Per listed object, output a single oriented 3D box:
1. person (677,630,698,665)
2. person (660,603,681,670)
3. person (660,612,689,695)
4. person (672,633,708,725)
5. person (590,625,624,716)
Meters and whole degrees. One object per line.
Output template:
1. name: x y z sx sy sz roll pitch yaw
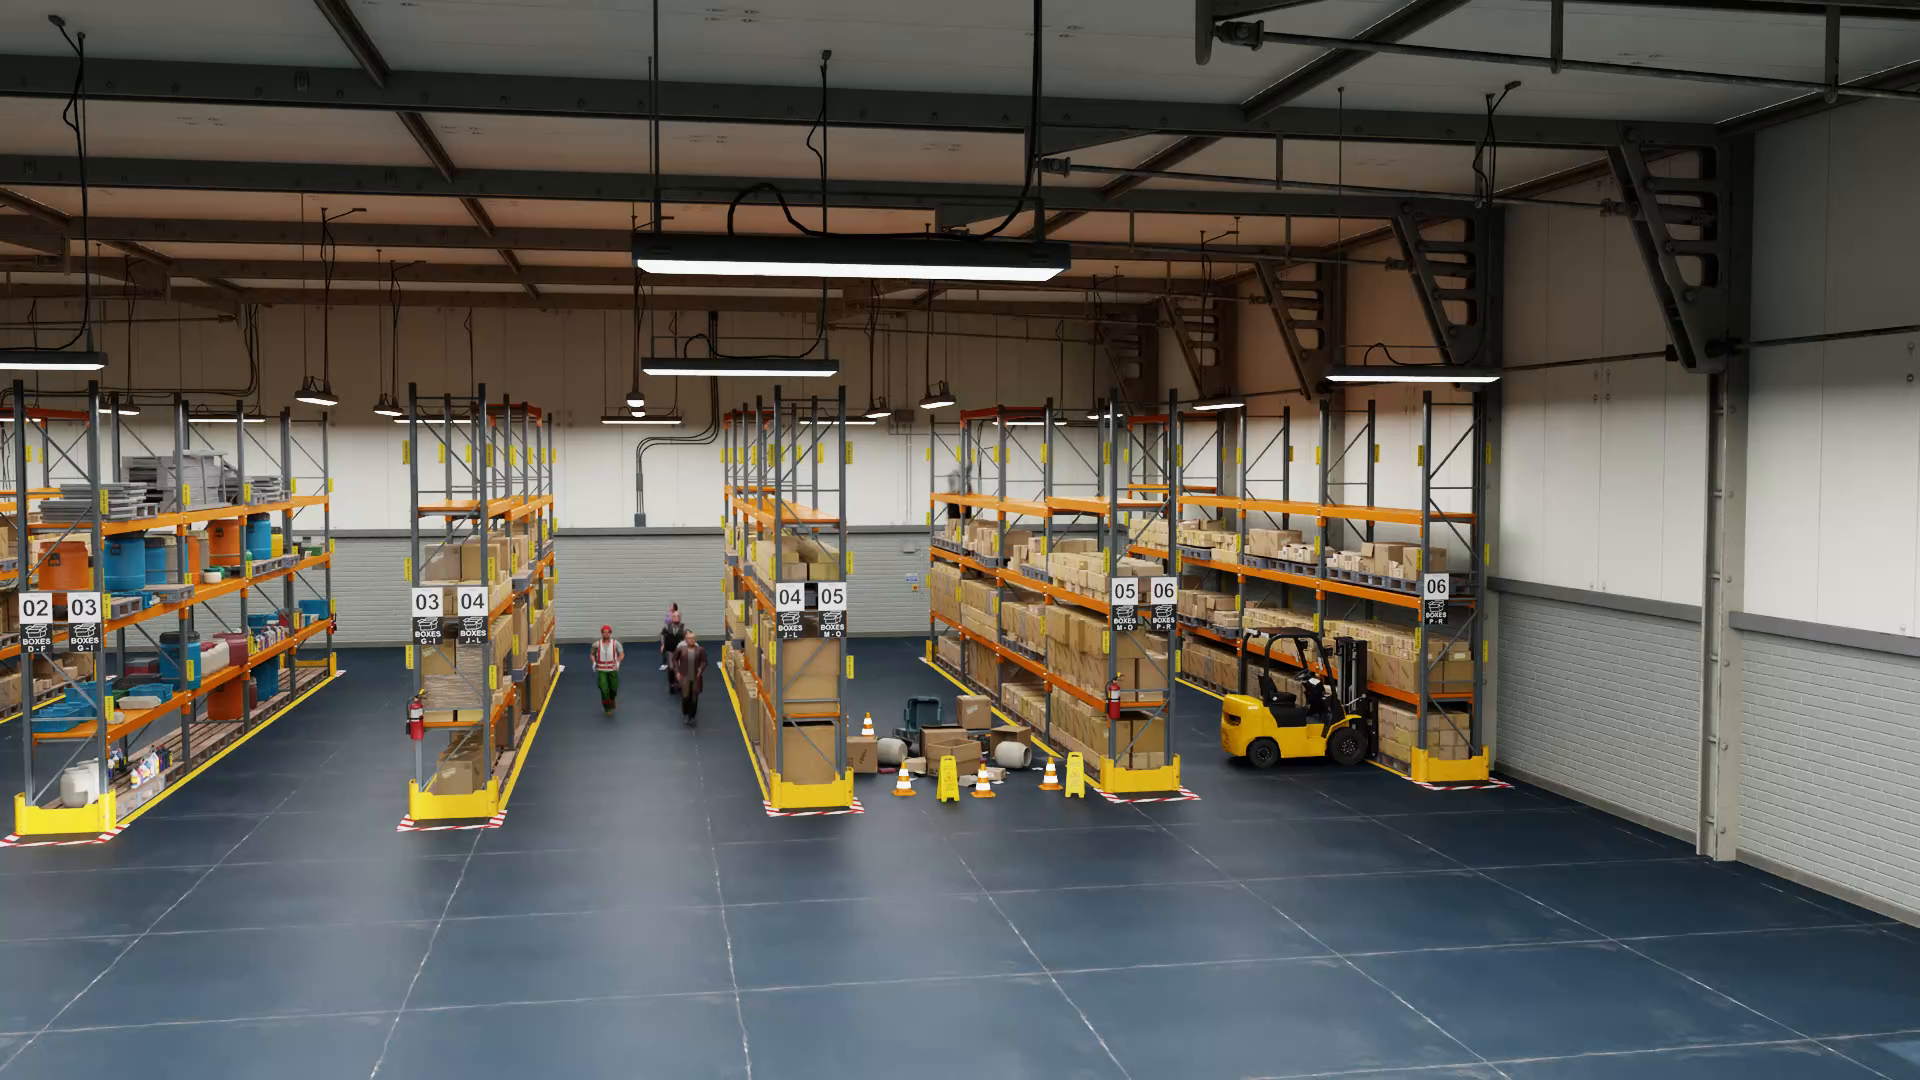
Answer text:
1. person: -5.398 2.552 32.927 0.548 1.568 0.557 -1 3 -11
2. person: -6.761 2.252 39.118 0.580 1.576 0.664 2 3 28
3. person: -5.961 2.382 34.875 0.620 1.747 0.811 -1 3 -13
4. person: -4.990 2.571 30.783 0.634 1.723 0.793 -1 3 -15
5. person: -6.801 2.507 32.028 0.643 1.742 0.612 -1 3 -11
